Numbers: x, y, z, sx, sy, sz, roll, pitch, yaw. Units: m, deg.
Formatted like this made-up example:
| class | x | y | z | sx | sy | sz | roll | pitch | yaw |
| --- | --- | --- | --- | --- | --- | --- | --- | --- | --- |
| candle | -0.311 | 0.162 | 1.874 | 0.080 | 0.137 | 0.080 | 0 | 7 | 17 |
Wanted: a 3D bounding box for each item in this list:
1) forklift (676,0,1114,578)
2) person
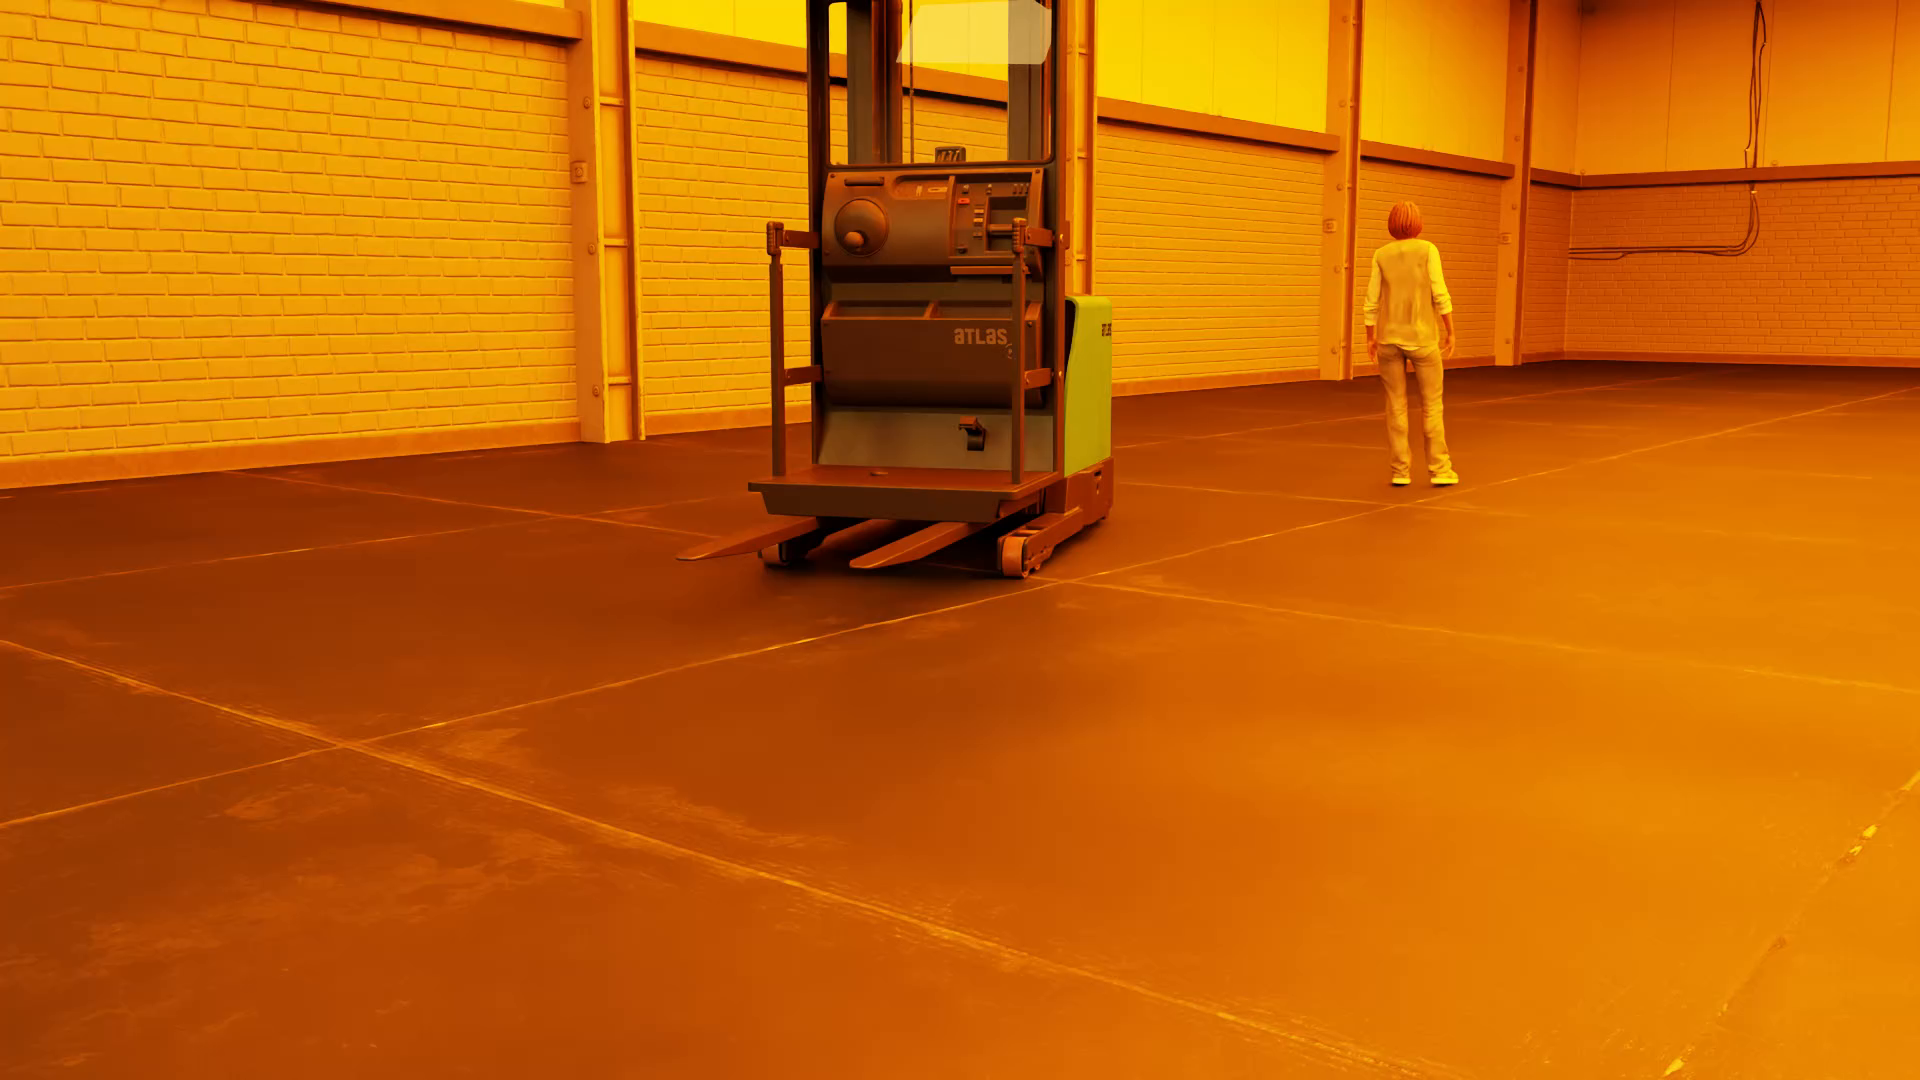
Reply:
| class | x | y | z | sx | sy | sz | roll | pitch | yaw |
| --- | --- | --- | --- | --- | --- | --- | --- | --- | --- |
| forklift | -0.176 | -1.366 | 6.616 | 1.130 | 2.935 | 3.031 | 3 | 9 | 17 |
| person | 2.566 | -1.110 | 9.437 | 0.514 | 1.600 | 0.468 | 4 | 9 | 28 |
